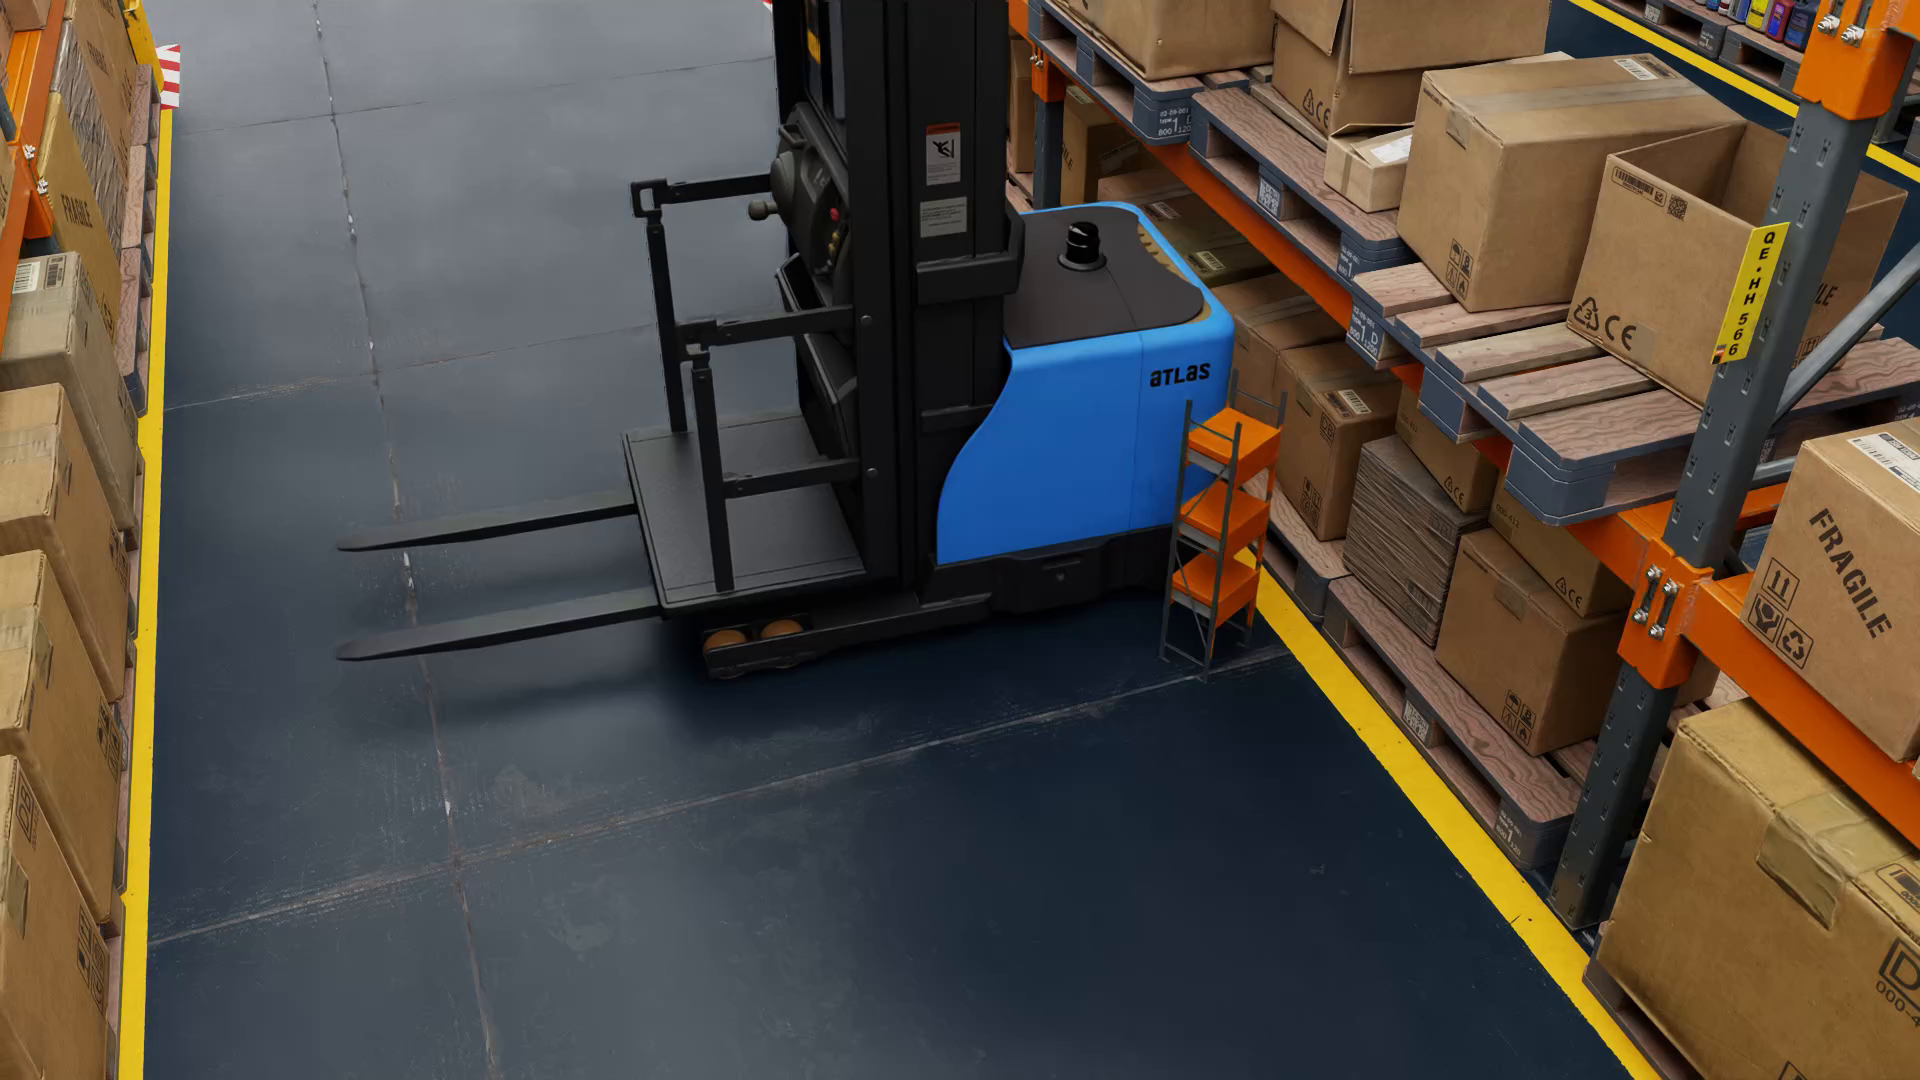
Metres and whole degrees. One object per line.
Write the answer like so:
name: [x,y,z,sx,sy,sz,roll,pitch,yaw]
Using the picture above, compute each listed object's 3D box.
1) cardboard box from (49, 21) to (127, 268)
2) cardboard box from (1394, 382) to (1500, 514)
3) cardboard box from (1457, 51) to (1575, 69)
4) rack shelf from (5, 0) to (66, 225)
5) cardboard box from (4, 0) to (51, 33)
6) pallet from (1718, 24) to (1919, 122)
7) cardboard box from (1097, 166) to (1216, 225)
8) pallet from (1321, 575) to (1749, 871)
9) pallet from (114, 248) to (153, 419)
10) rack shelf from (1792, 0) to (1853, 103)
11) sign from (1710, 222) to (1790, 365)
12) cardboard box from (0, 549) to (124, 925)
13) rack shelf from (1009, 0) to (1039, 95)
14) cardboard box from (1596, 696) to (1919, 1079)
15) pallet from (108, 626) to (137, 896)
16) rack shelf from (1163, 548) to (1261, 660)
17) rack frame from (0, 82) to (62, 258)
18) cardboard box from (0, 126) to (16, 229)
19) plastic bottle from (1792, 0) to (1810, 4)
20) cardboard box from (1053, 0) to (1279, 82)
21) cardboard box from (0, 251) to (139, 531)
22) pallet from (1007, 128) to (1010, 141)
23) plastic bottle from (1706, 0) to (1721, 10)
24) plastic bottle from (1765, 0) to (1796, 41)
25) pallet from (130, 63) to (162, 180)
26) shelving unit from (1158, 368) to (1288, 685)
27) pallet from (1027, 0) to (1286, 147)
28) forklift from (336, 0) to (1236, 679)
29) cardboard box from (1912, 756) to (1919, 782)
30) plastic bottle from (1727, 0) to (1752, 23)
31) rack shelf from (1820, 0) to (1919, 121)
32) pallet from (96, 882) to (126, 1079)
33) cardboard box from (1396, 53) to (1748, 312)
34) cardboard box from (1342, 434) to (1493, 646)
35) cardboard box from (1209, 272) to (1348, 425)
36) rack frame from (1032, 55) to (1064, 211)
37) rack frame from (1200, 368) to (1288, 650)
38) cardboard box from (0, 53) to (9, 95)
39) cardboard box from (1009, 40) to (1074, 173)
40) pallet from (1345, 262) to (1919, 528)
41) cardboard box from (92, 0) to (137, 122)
cardboard box: [-4.337,-1.698,7.427,0.875,0.875,0.875,-12,39,-16]
cardboard box: [1.745,-0.357,5.320,0.500,0.250,0.500,-8,38,-11]
cardboard box: [1.835,-1.313,5.275,0.500,0.250,0.500,-14,39,-17]
rack shelf: [-4.560,-2.343,7.465,1.077,0.370,4.000,-12,39,-16]
cardboard box: [-4.296,-2.402,6.821,0.875,0.550,0.550,-12,39,-16]
pallet: [5.278,-2.770,9.752,1.003,0.211,1.213,-12,39,-16]
cardboard box: [1.011,-1.296,7.189,0.700,0.500,0.500,-15,40,-19]
pallet: [1.929,0.462,5.462,1.003,0.211,1.213,-12,39,-16]
pallet: [-4.060,-0.832,7.179,1.003,0.211,1.213,-12,39,-16]
rack shelf: [1.508,-2.251,4.850,1.077,0.370,4.000,-12,39,-16]
sign: [1.690,-0.524,3.556,0.100,0.325,0.005,-12,39,-16]
cardboard box: [-2.925,0.634,4.435,1.050,0.750,0.750,-12,39,-15]
rack shelf: [0.131,-3.313,8.753,1.077,0.370,4.000,-12,39,-16]
cardboard box: [2.414,0.865,4.026,1.225,0.875,0.875,-14,39,-18]
pallet: [-3.112,0.724,5.113,1.003,0.211,1.213,-12,39,-16]
rack shelf: [0.842,0.202,5.586,0.215,0.259,0.240,30,46,32]
rack frame: [-3.872,-1.500,5.749,1.000,3.000,0.127,-12,39,-16]
cardboard box: [-3.442,-1.301,5.401,0.500,0.500,0.500,-13,39,-16]
plastic bottle: [5.240,-3.427,10.205,0.152,0.276,0.135,-12,39,-16]
cardboard box: [0.962,-2.400,6.095,1.000,1.000,1.000,-12,39,-16]
cardboard box: [-3.574,-0.437,5.858,1.050,0.750,0.750,-13,39,-16]
pallet: [0.132,-2.419,9.286,1.003,0.211,1.213,-12,39,-16]
plastic bottle: [4.647,-3.388,10.157,0.097,0.271,0.097,0,37,0]
plastic bottle: [4.817,-3.082,9.741,0.061,0.283,0.133,-10,38,-13]
pallet: [-4.900,-2.211,9.009,1.003,0.211,1.213,-12,39,-16]
shelving unit: [0.845,-0.027,5.410,0.215,1.050,0.252,30,46,32]
pallet: [0.946,-1.932,6.481,1.003,0.211,1.213,-12,39,-16]
forklift: [-0.654,-1.056,5.216,3.031,2.935,1.130,-10,38,-13]
cardboard box: [2.288,0.371,3.181,0.500,0.500,0.500,-13,39,-17]
plastic bottle: [4.748,-3.271,9.998,0.152,0.276,0.135,-12,39,-15]
rack shelf: [2.884,0.009,1.850,1.077,0.370,4.000,-12,39,-16]
pallet: [-2.696,1.412,4.200,1.003,0.211,1.213,-12,39,-16]
cardboard box: [1.687,-1.010,4.665,0.700,0.500,0.500,-7,38,-9]
cardboard box: [1.744,-0.073,5.565,0.700,0.500,0.500,-16,40,-20]
cardboard box: [1.350,-0.707,6.407,0.700,0.500,0.500,-16,40,-20]
rack frame: [0.820,-2.470,7.036,1.000,3.000,0.127,-12,39,-16]
rack frame: [0.927,-0.081,5.482,0.200,1.050,0.008,30,46,32]
cardboard box: [-4.010,-1.766,5.977,0.875,0.550,0.550,-12,39,-16]
cardboard box: [0.515,-2.196,8.400,0.500,0.500,0.500,-1,37,-1]
pallet: [1.851,-0.514,4.599,1.213,0.211,1.003,-12,39,-16]
cardboard box: [-4.953,-2.710,8.771,0.875,0.875,0.875,-12,39,-16]
